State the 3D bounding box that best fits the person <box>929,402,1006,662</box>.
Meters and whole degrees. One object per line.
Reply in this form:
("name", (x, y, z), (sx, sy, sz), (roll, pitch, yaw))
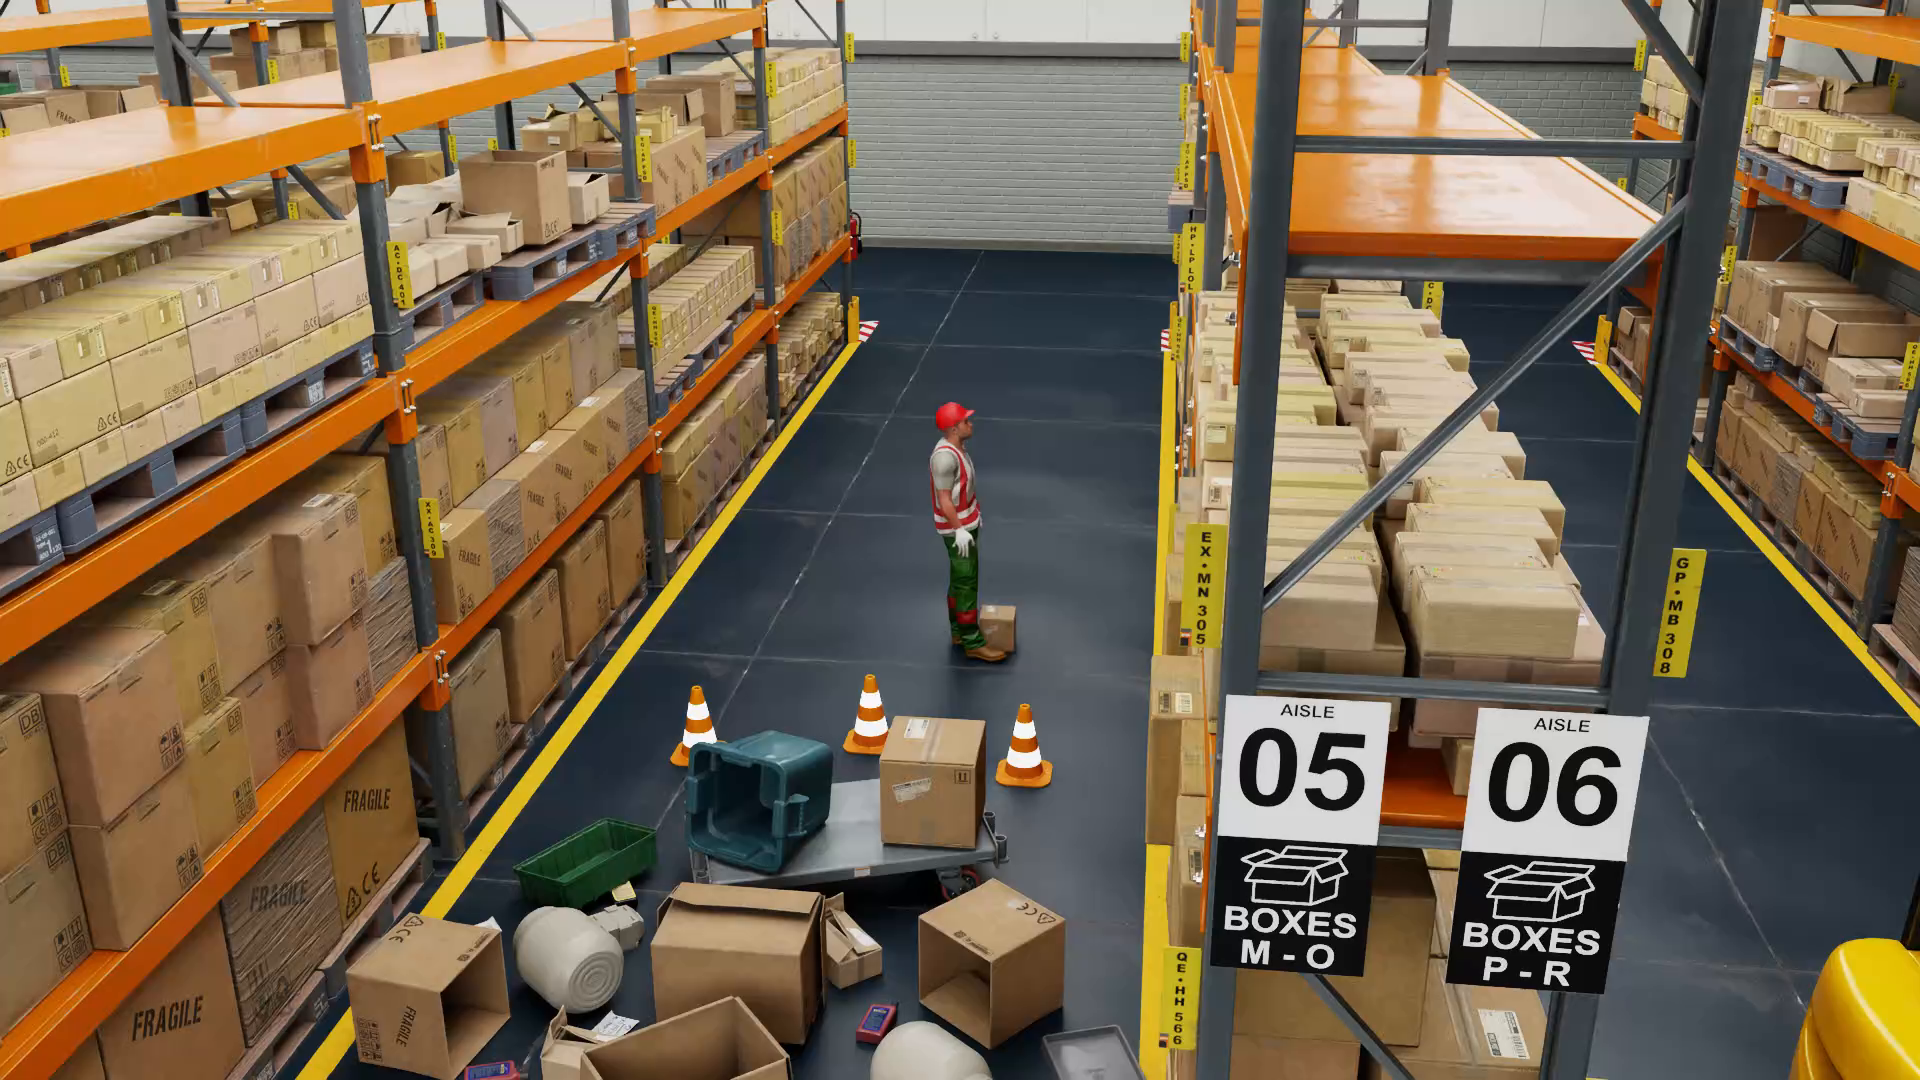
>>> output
("person", (0.078, -0.086, 11.681), (0.562, 1.788, 0.624), (2, 21, 6))
